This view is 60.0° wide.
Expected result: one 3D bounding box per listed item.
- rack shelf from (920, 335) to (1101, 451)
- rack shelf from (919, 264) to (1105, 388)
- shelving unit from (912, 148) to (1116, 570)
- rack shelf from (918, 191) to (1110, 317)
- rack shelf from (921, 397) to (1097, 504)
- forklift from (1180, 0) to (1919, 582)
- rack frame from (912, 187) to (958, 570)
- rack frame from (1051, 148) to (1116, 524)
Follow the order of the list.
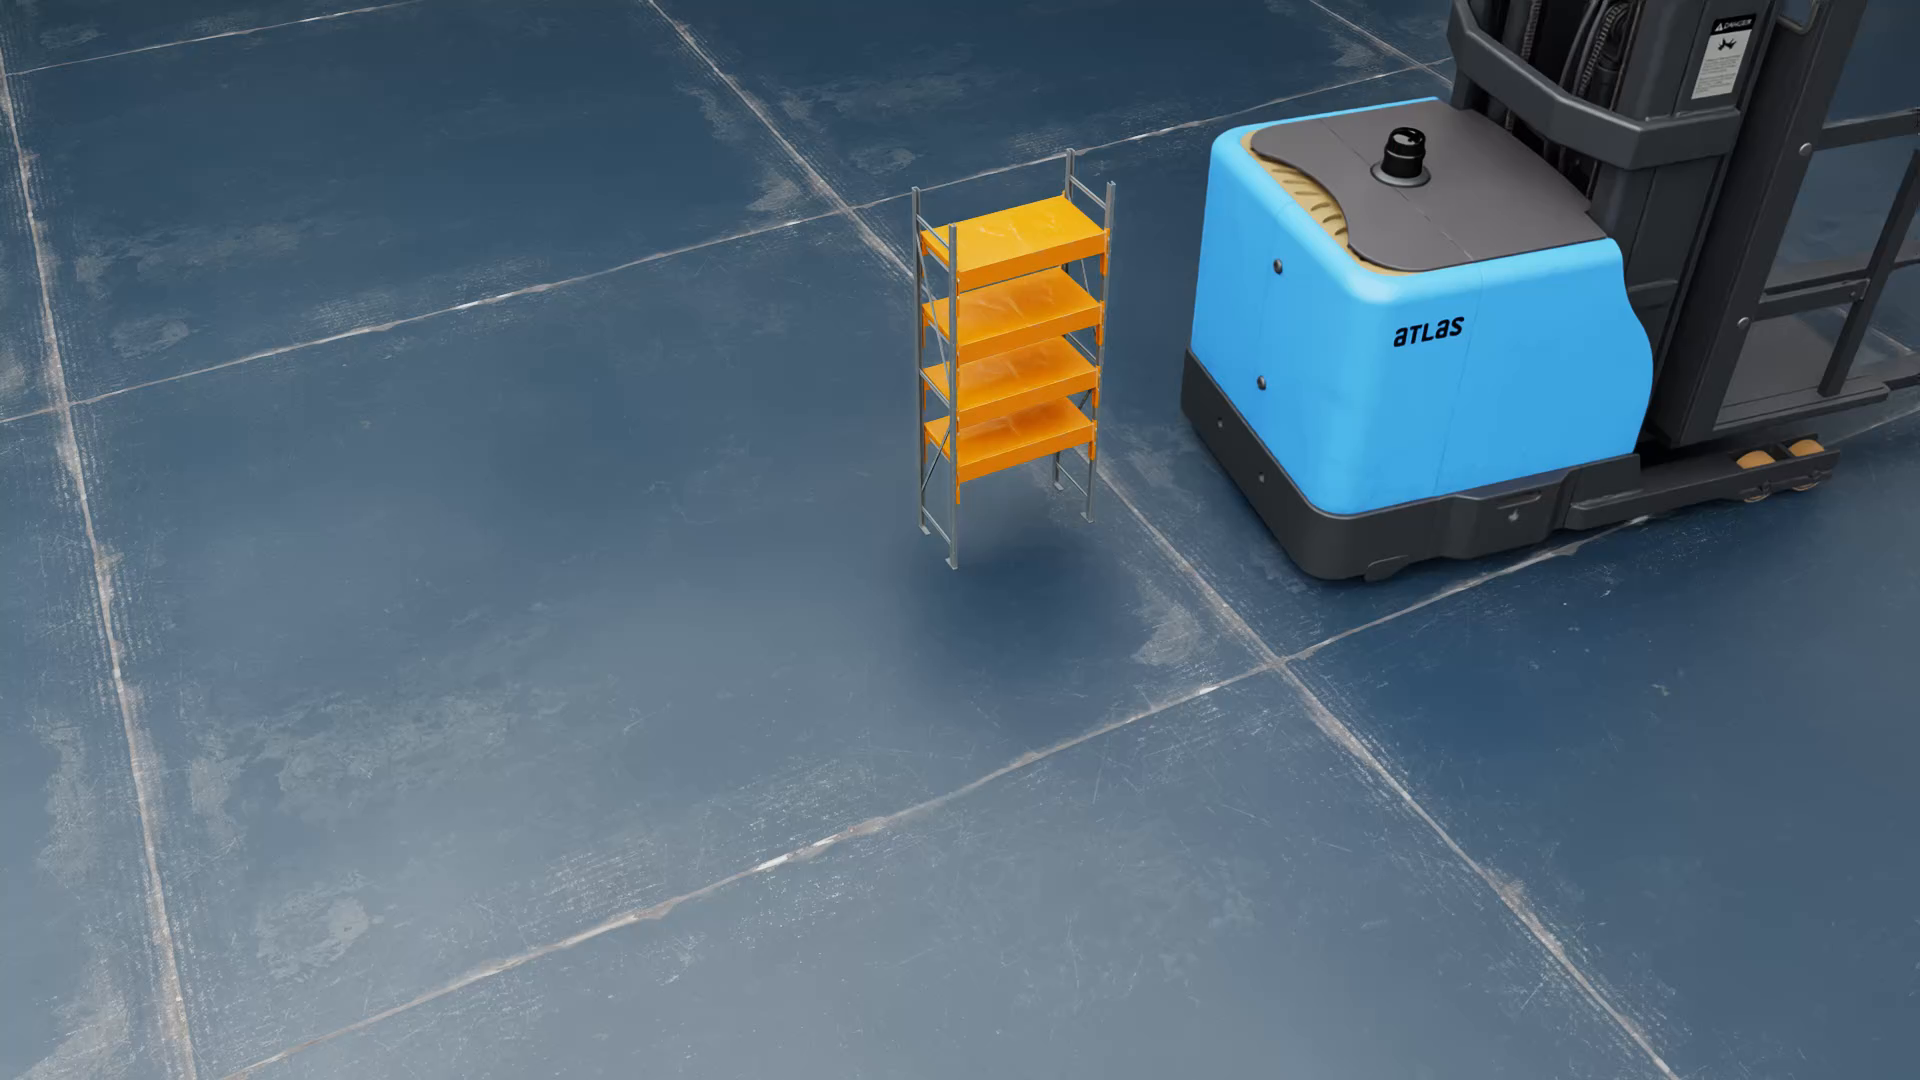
[{"bbox_3d":[0.147,-0.456,4.964,0.480,0.148,0.258,-19,44,-21],"label":"rack shelf"},{"bbox_3d":[0.147,-0.627,4.820,0.480,0.148,0.258,-19,44,-21],"label":"rack shelf"},{"bbox_3d":[0.147,-0.507,4.921,0.503,1.200,0.258,-19,44,-21],"label":"shelving unit"},{"bbox_3d":[0.147,-0.807,4.667,0.480,0.148,0.258,-19,44,-21],"label":"rack shelf"},{"bbox_3d":[0.147,-0.304,5.092,0.480,0.148,0.258,-19,44,-21],"label":"rack shelf"},{"bbox_3d":[2.327,-1.554,4.817,3.031,2.935,1.130,-12,42,-14],"label":"forklift"},{"bbox_3d":[-0.070,-0.435,4.835,0.015,1.200,0.240,-19,44,-21],"label":"rack frame"},{"bbox_3d":[0.363,-0.580,5.007,0.015,1.200,0.240,-19,44,-21],"label":"rack frame"}]
